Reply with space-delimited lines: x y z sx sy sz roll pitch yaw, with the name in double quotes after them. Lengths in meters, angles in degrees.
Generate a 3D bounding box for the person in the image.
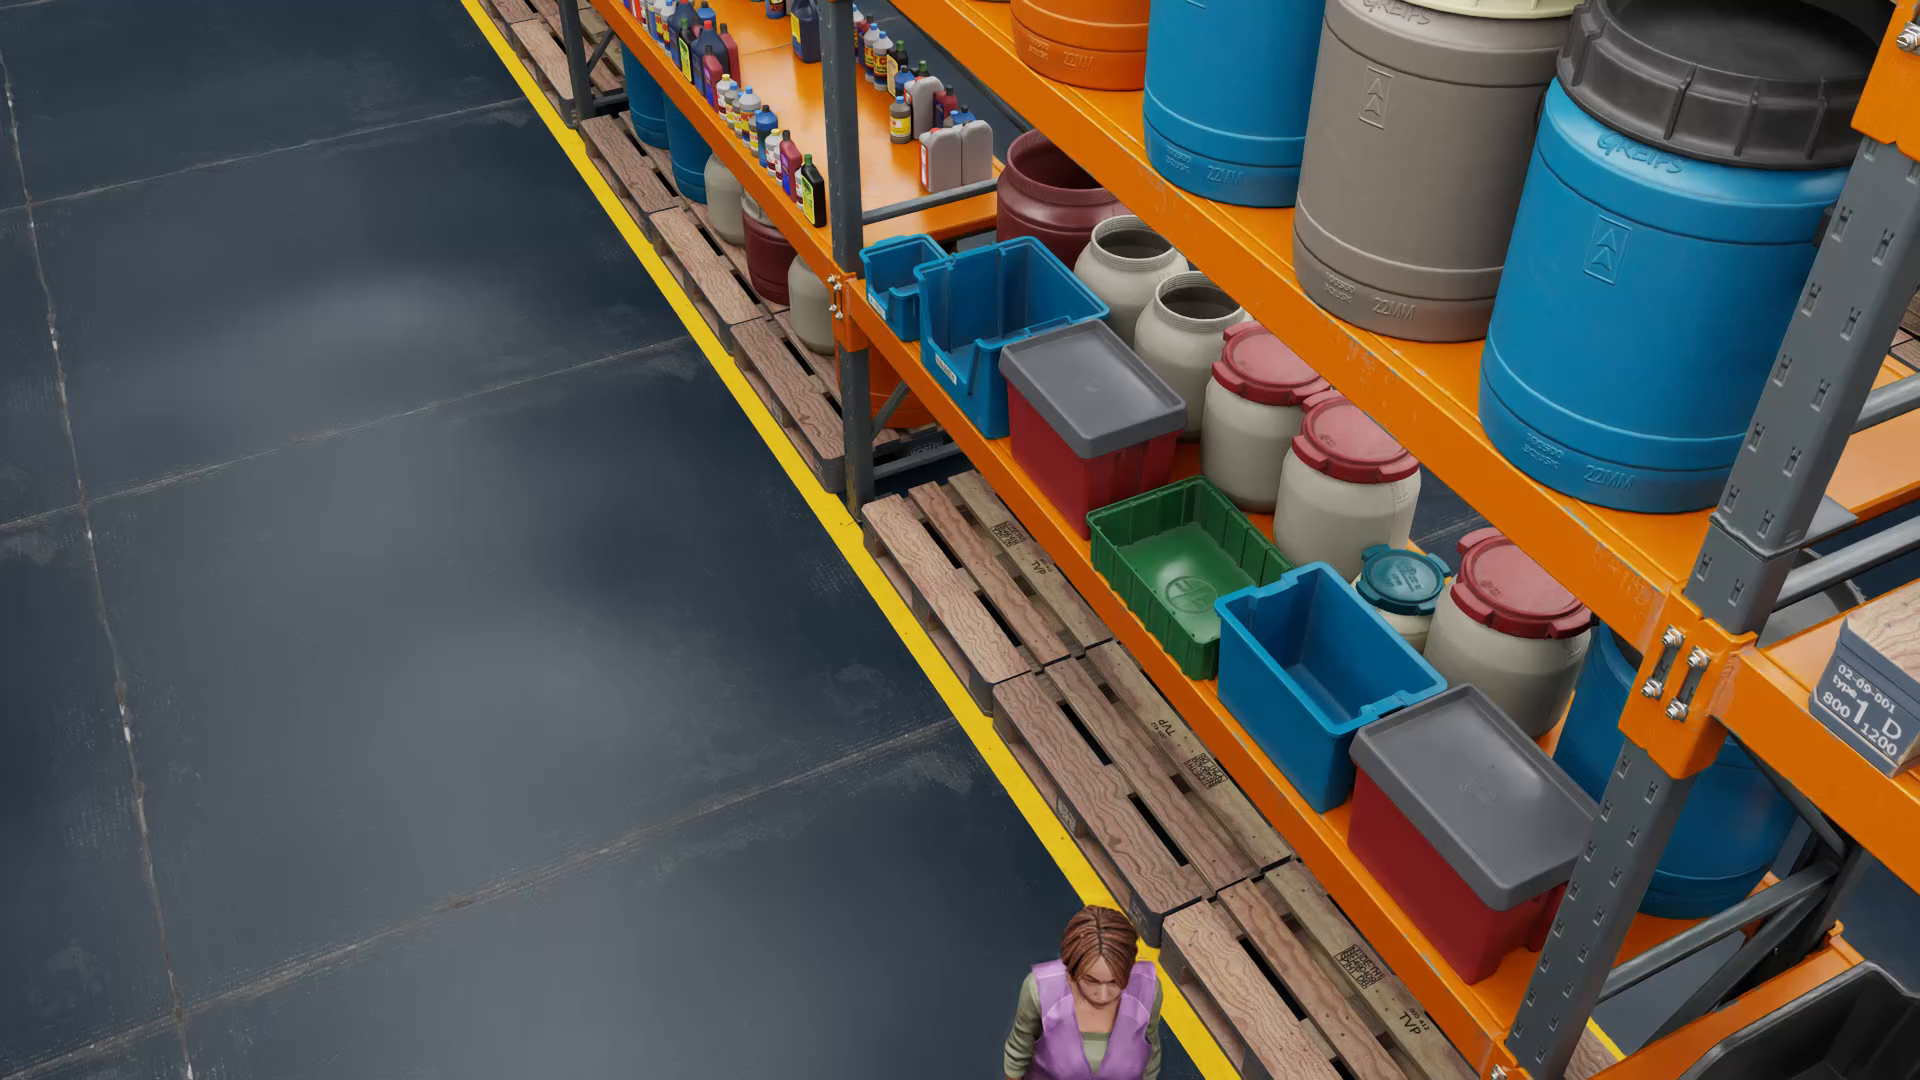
0.317 1.490 4.494 0.407 1.595 0.466 -3 42 -3 "person"
